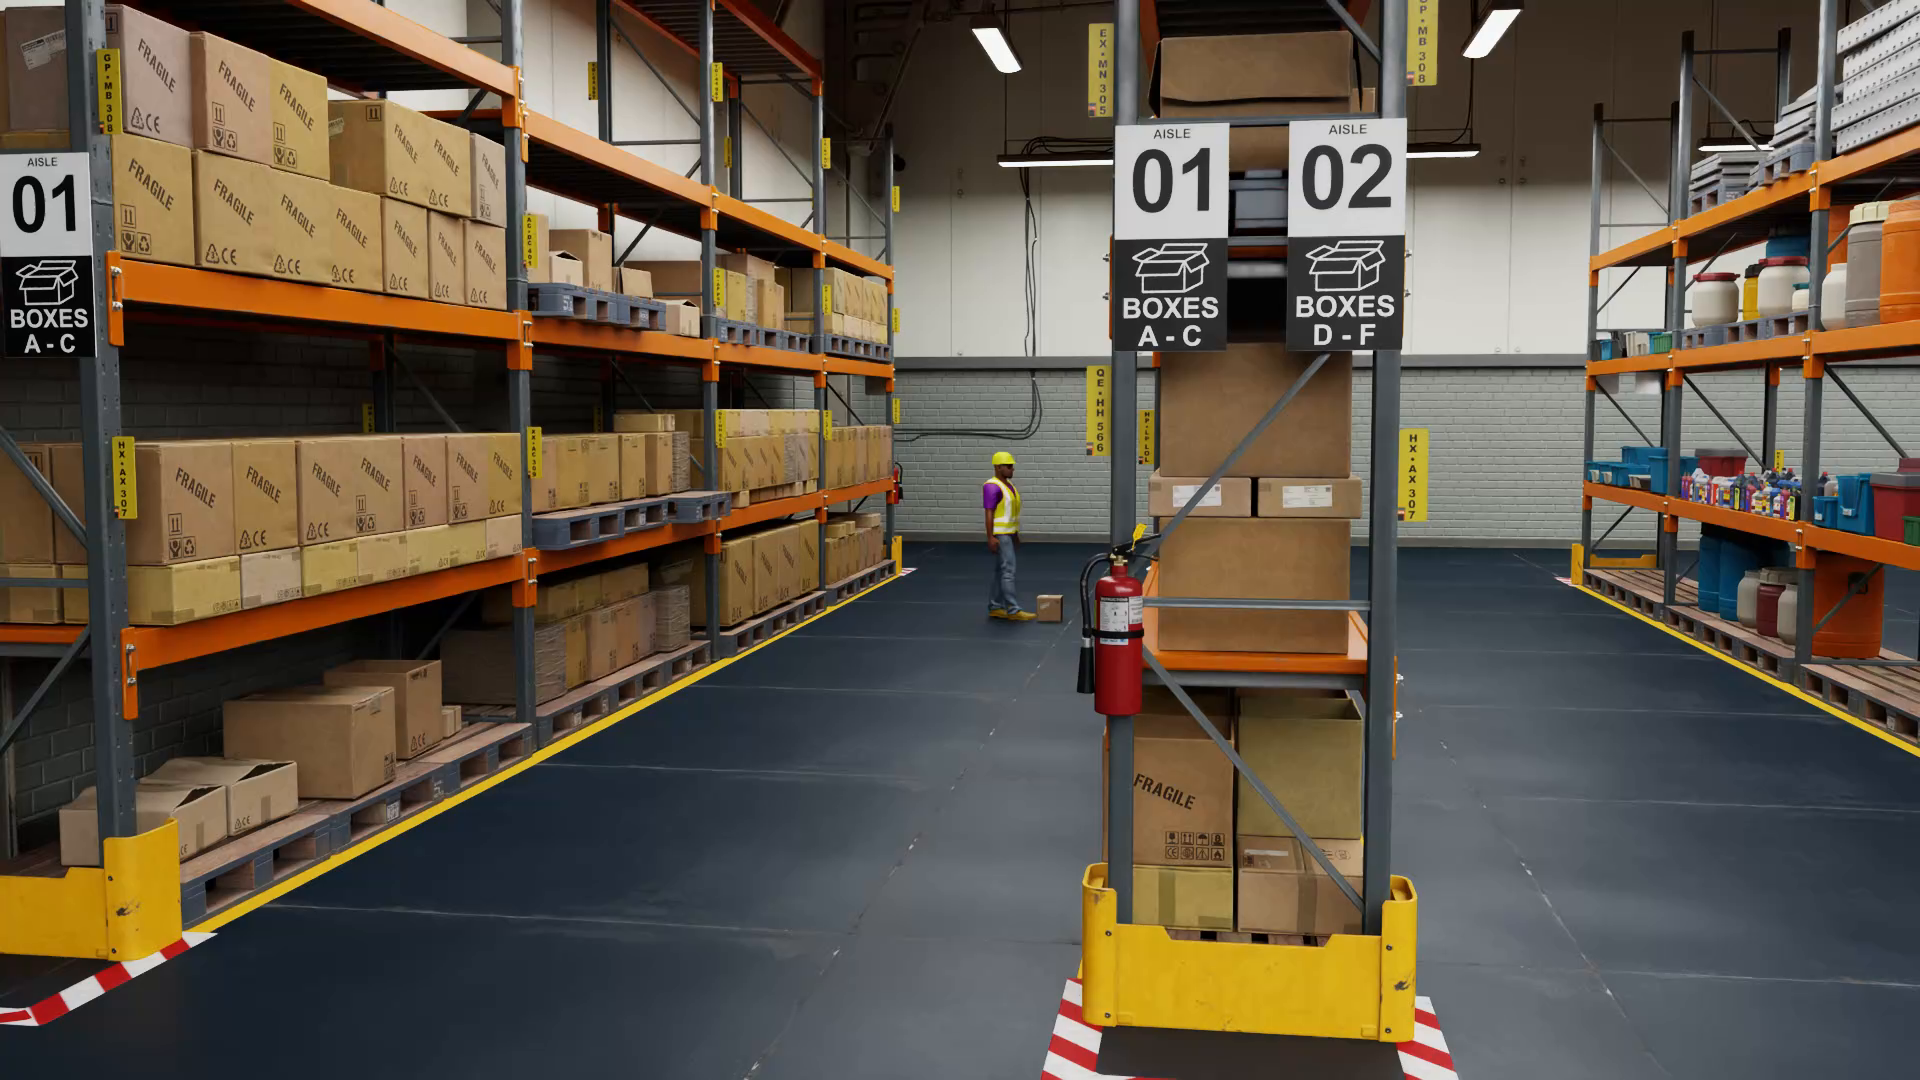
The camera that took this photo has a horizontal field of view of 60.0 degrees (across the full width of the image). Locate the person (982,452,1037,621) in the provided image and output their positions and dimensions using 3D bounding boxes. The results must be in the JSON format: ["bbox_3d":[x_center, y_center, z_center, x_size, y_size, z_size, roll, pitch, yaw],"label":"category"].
[{"bbox_3d":[0.564,-0.045,17.482,0.641,1.760,0.569,2,5,22],"label":"person"}]
